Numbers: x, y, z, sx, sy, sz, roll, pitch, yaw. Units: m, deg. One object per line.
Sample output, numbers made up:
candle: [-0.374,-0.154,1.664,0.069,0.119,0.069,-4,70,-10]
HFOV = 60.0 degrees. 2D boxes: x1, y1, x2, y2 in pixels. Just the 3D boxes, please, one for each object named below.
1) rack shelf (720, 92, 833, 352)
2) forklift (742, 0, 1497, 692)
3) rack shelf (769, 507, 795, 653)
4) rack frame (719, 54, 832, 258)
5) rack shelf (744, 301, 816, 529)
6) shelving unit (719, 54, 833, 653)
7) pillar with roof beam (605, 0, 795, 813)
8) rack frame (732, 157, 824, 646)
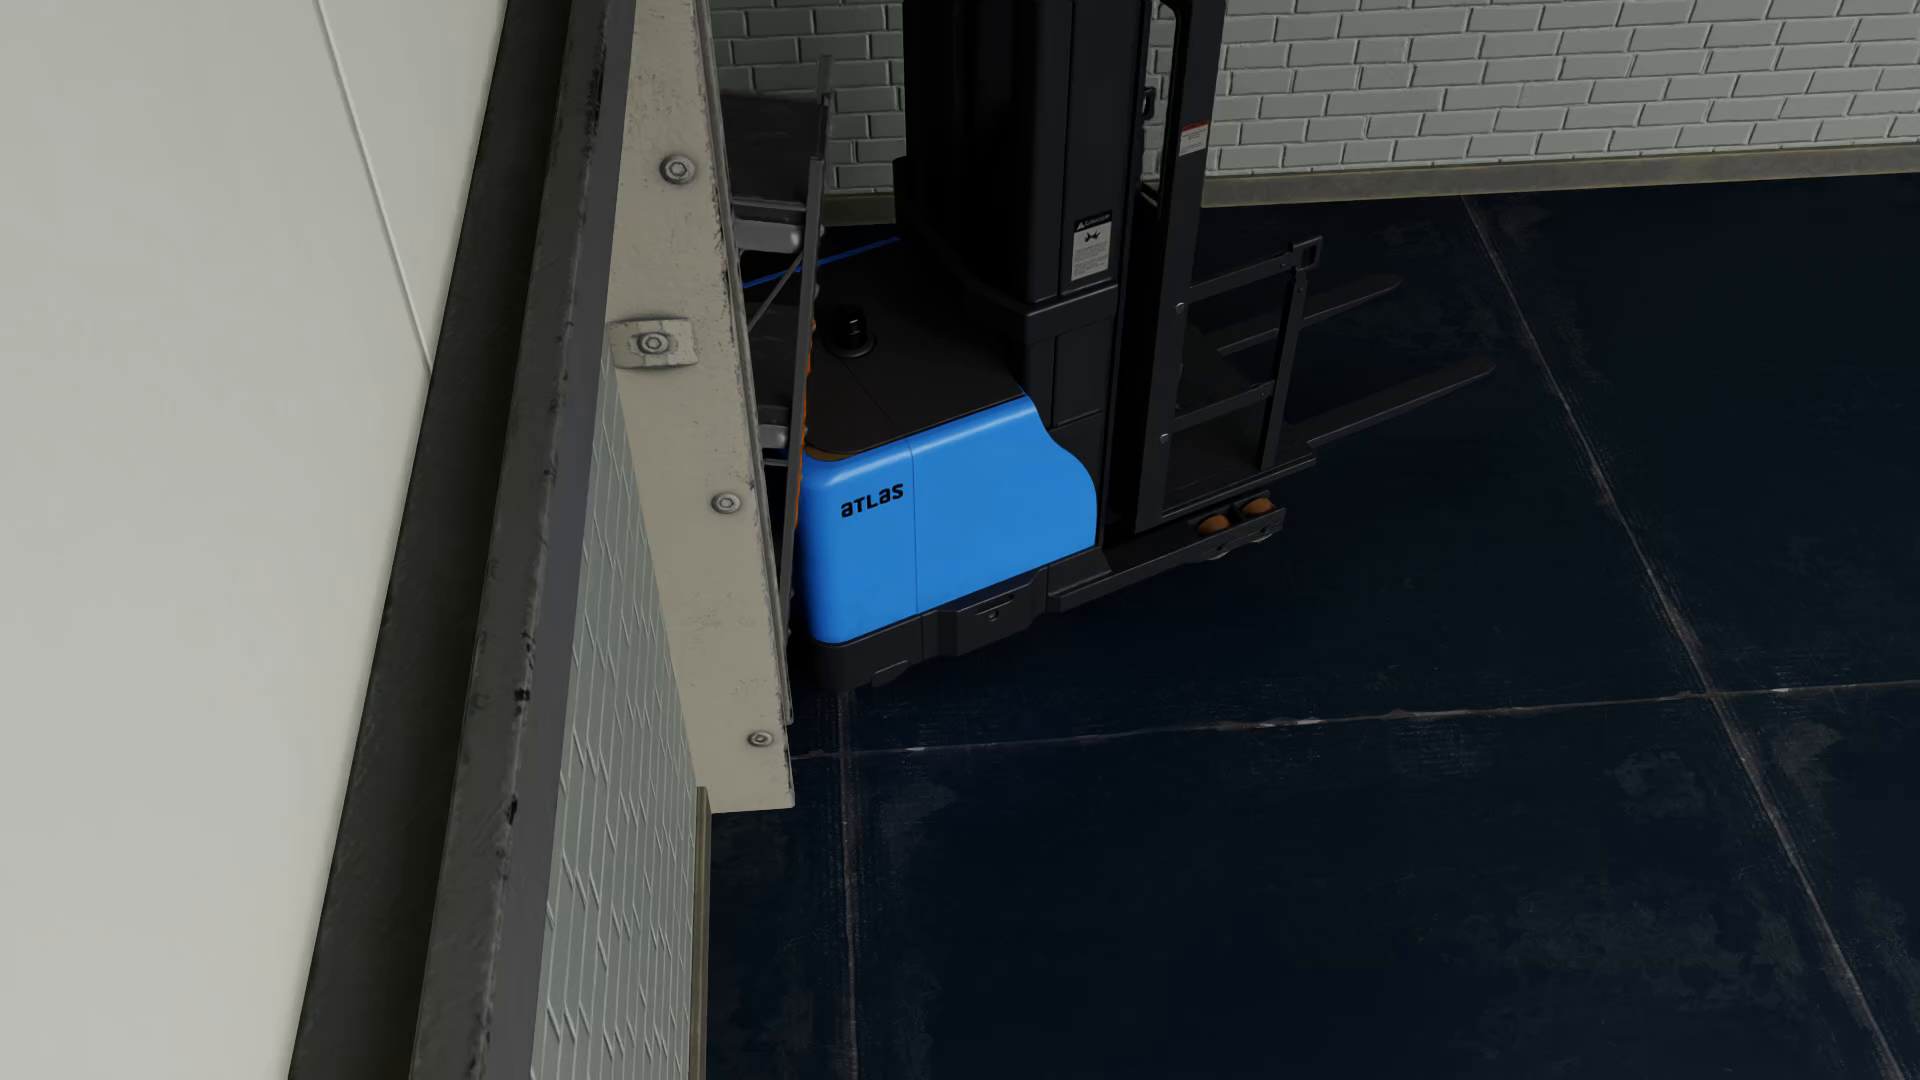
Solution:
rack shelf: [-0.583,-0.881,4.515,0.431,0.518,0.480,5,46,-6]
forklift: [0.636,-1.257,5.421,3.031,2.935,1.130,-21,50,-18]
rack shelf: [-0.759,0.081,5.517,0.431,0.518,0.480,5,46,-6]
rack frame: [-0.671,-0.586,5.175,0.400,2.100,0.015,5,46,-6]
rack shelf: [-0.671,-0.400,5.016,0.431,0.518,0.480,5,46,-6]
shelving unit: [-0.669,-0.410,5.006,0.431,2.100,0.503,5,46,-6]
pillar with roof beam: [3.580,-2.618,2.532,9.100,9.000,0.400,-3,47,-3]
rack frame: [-0.667,-0.234,4.837,0.400,2.100,0.015,5,46,-6]
